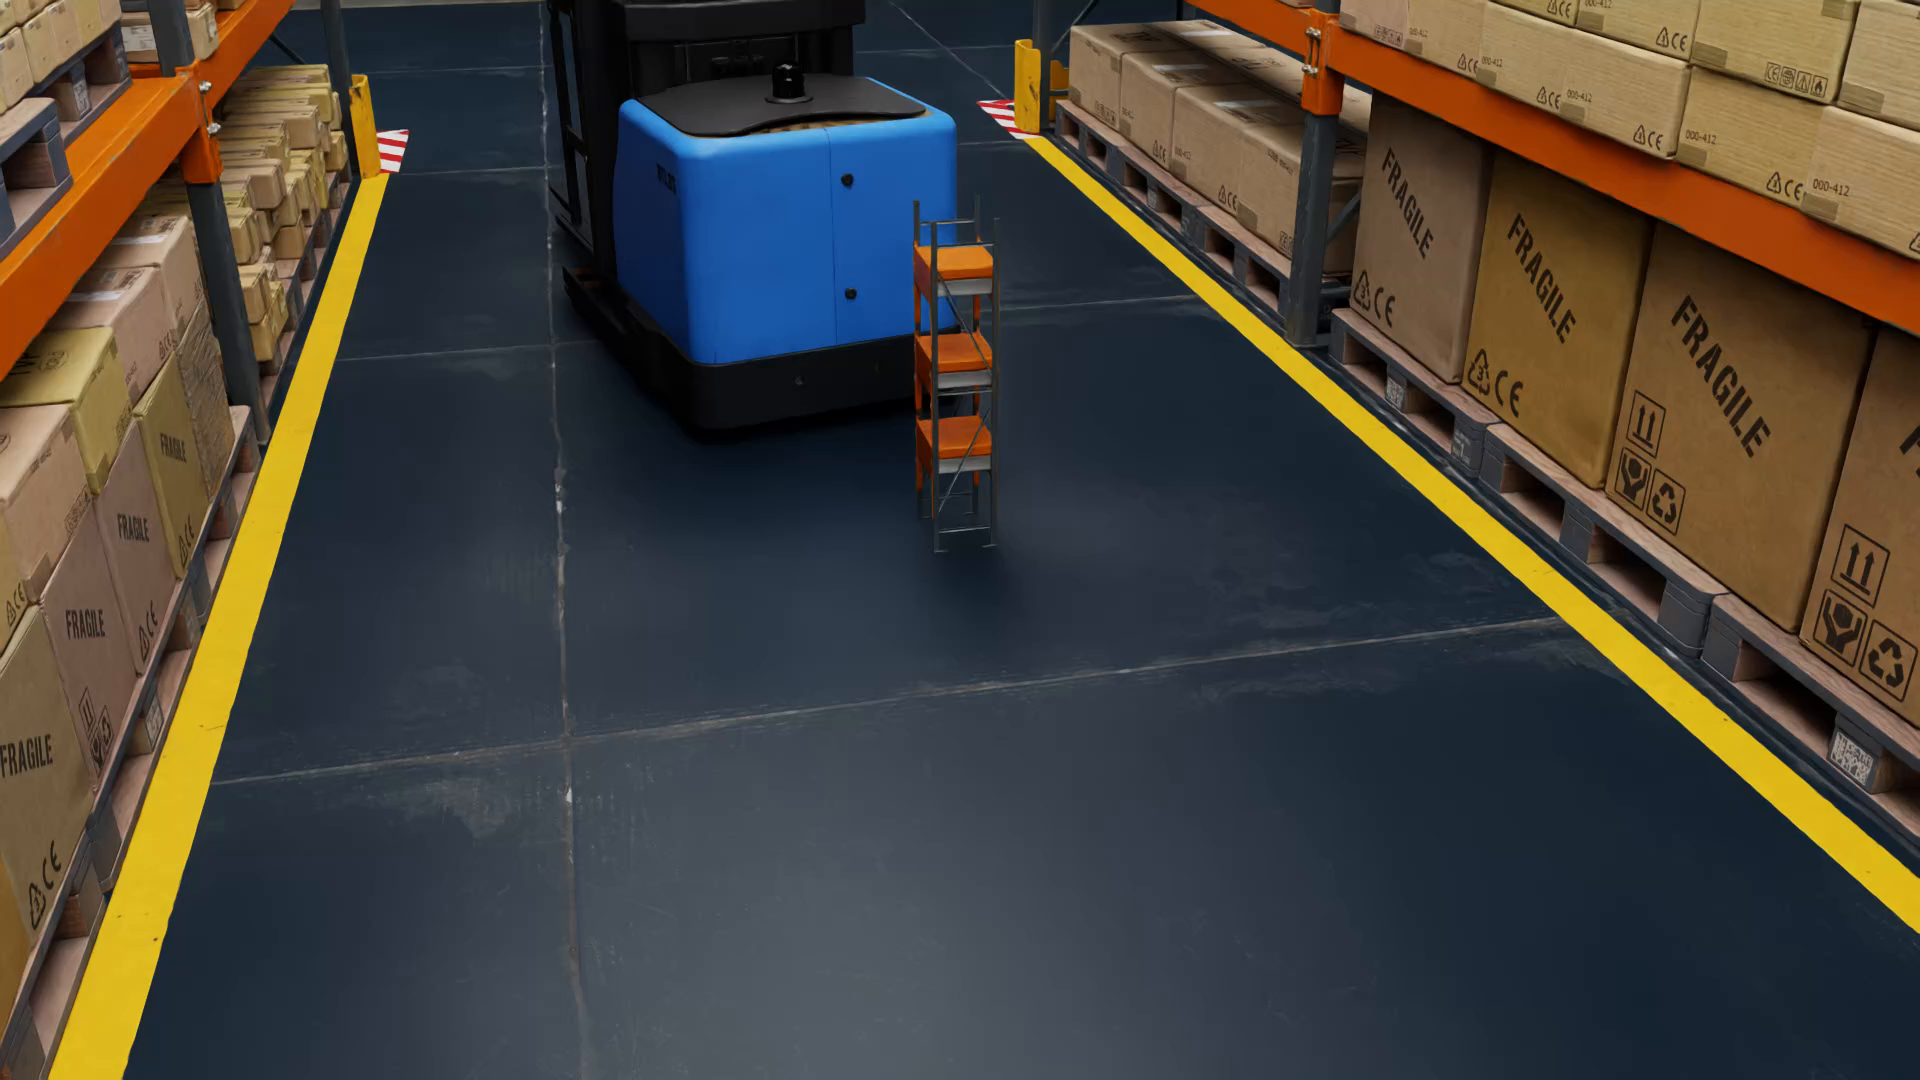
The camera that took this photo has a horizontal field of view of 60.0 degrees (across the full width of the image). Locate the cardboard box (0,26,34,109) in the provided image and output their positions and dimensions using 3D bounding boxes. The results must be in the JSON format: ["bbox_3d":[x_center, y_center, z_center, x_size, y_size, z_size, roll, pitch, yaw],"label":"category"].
[{"bbox_3d":[-2.439,-1.109,3.930,0.380,0.149,0.250,-7,28,-14],"label":"cardboard box"}]

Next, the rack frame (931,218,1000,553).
[{"bbox_3d":[0.015,-0.439,4.954,0.200,1.050,0.008,-6,27,-12],"label":"rack frame"}]

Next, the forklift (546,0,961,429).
[{"bbox_3d":[-1.086,-2.334,6.622,1.130,2.935,3.031,-12,29,-23],"label":"forklift"}]

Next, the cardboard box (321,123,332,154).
[{"bbox_3d":[-3.345,-2.016,8.282,0.380,0.149,0.250,-7,28,-14],"label":"cardboard box"}]

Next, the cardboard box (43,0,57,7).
[{"bbox_3d":[-2.563,-1.472,4.319,0.380,0.149,0.250,-5,27,-9],"label":"cardboard box"}]

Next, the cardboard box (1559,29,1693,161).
[{"bbox_3d":[2.005,-1.229,4.522,0.500,0.250,0.500,-6,27,-12],"label":"cardboard box"}]

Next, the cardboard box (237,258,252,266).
[{"bbox_3d":[-2.873,-0.984,6.238,0.380,0.149,0.250,-6,27,-11],"label":"cardboard box"}]

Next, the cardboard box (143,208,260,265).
[{"bbox_3d":[-2.839,-1.122,6.182,0.380,0.149,0.250,-5,27,-9],"label":"cardboard box"}]

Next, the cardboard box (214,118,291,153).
[{"bbox_3d":[-3.249,-1.796,7.517,0.380,0.149,0.250,-7,28,-13],"label":"cardboard box"}]

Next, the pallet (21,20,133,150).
[{"bbox_3d":[-2.928,-1.207,4.525,1.003,0.211,1.213,-6,27,-12],"label":"pallet"}]

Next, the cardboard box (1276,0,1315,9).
[{"bbox_3d":[1.487,-2.412,6.589,0.500,0.500,0.500,-6,27,-11],"label":"cardboard box"}]

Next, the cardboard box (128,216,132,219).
[{"bbox_3d":[-3.434,-1.291,6.517,0.380,0.149,0.250,-5,27,-10],"label":"cardboard box"}]

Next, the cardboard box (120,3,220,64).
[{"bbox_3d":[-2.704,-1.688,5.545,0.380,0.149,0.250,-5,27,-10],"label":"cardboard box"}]

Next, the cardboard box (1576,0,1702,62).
[{"bbox_3d":[2.014,-1.452,4.410,0.500,0.250,0.500,-7,28,-13],"label":"cardboard box"}]

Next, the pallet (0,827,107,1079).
[{"bbox_3d":[-2.232,1.015,3.005,1.003,0.211,1.213,-6,27,-12],"label":"pallet"}]

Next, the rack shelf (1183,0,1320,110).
[{"bbox_3d":[1.390,-2.747,8.161,1.077,0.370,4.000,-6,27,-12],"label":"rack shelf"}]

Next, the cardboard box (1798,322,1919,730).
[{"bbox_3d":[2.668,0.016,3.782,0.875,0.875,0.875,-6,27,-12],"label":"cardboard box"}]

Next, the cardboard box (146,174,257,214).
[{"bbox_3d":[-3.025,-1.341,6.615,0.380,0.149,0.250,-7,28,-13],"label":"cardboard box"}]

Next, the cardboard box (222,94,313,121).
[{"bbox_3d":[-3.315,-2.035,7.991,0.380,0.149,0.250,-7,28,-14],"label":"cardboard box"}]

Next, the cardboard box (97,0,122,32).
[{"bbox_3d":[-2.677,-1.564,4.832,0.380,0.149,0.250,-7,28,-13],"label":"cardboard box"}]

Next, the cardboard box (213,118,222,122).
[{"bbox_3d":[-3.844,-1.966,8.184,0.380,0.149,0.250,-6,27,-11],"label":"cardboard box"}]

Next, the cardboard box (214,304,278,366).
[{"bbox_3d":[-2.728,-0.750,6.105,0.380,0.149,0.250,-7,28,-14],"label":"cardboard box"}]

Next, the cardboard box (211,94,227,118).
[{"bbox_3d":[-3.894,-2.206,8.329,0.380,0.149,0.250,-5,27,-11],"label":"cardboard box"}]

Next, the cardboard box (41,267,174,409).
[{"bbox_3d":[-2.442,-0.521,4.429,0.500,0.250,0.500,-5,27,-9],"label":"cardboard box"}]

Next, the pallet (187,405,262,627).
[{"bbox_3d":[-2.782,-0.056,5.127,1.003,0.211,1.213,-6,27,-12],"label":"pallet"}]

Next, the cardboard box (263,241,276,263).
[{"bbox_3d":[-3.095,-1.192,6.980,0.380,0.149,0.250,-7,28,-14],"label":"cardboard box"}]

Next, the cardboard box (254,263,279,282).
[{"bbox_3d":[-2.895,-0.971,6.542,0.380,0.149,0.250,-6,27,-12],"label":"cardboard box"}]

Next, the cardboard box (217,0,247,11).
[{"bbox_3d":[-2.994,-2.143,6.446,0.380,0.149,0.250,-5,27,-11],"label":"cardboard box"}]

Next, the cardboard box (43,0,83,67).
[{"bbox_3d":[-2.563,-1.340,4.389,0.380,0.149,0.250,-6,27,-12],"label":"cardboard box"}]

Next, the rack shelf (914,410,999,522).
[{"bbox_3d":[-0.012,-0.235,5.190,0.215,0.259,0.240,-6,27,-12],"label":"rack shelf"}]

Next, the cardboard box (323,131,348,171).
[{"bbox_3d":[-3.382,-2.001,8.584,0.380,0.149,0.250,-5,27,-10],"label":"cardboard box"}]

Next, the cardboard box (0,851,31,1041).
[{"bbox_3d":[-1.968,0.705,2.832,0.500,0.500,0.500,-7,28,-14],"label":"cardboard box"}]

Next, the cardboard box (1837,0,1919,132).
[{"bbox_3d":[2.267,-1.002,3.517,0.500,0.250,0.500,-7,28,-13],"label":"cardboard box"}]

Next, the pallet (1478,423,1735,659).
[{"bbox_3d":[2.367,-0.077,5.169,1.003,0.211,1.213,-6,27,-12],"label":"pallet"}]

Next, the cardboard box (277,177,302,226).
[{"bbox_3d":[-3.056,-1.446,7.155,0.380,0.149,0.250,-6,27,-12],"label":"cardboard box"}]

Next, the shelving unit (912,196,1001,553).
[{"bbox_3d":[-0.012,-0.492,5.060,0.215,1.050,0.252,-6,27,-12],"label":"shelving unit"}]

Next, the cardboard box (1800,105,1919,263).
[{"bbox_3d":[2.245,-0.785,3.643,0.500,0.250,0.500,-5,27,-11],"label":"cardboard box"}]

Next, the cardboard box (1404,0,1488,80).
[{"bbox_3d":[1.801,-1.676,5.408,0.500,0.250,0.500,-7,28,-13],"label":"cardboard box"}]

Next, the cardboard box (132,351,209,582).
[{"bbox_3d":[-2.431,-0.190,4.605,0.500,0.500,0.500,-7,28,-13],"label":"cardboard box"}]

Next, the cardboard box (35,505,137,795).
[{"bbox_3d":[-2.205,0.260,3.714,0.500,0.500,0.500,-7,28,-13],"label":"cardboard box"}]

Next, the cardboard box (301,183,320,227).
[{"bbox_3d":[-3.177,-1.542,7.673,0.380,0.149,0.250,-5,27,-11],"label":"cardboard box"}]

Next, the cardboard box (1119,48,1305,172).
[{"bbox_3d":[1.400,-2.309,8.873,0.875,0.438,0.875,-5,27,-10],"label":"cardboard box"}]

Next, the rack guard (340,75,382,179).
[{"bbox_3d":[-3.843,-2.250,9.152,1.175,0.500,0.348,-6,27,-12],"label":"rack guard"}]

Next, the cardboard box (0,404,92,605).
[{"bbox_3d":[-2.190,-0.062,3.519,0.500,0.250,0.500,-6,27,-11],"label":"cardboard box"}]

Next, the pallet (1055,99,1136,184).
[{"bbox_3d":[1.196,-2.358,9.687,1.003,0.211,1.213,-6,27,-12],"label":"pallet"}]

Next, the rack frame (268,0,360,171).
[{"bbox_3d":[-3.860,-3.399,8.655,1.000,3.000,0.127,-6,27,-12],"label":"rack frame"}]

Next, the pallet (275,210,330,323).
[{"bbox_3d":[-3.423,-1.226,7.444,1.003,0.211,1.213,-6,27,-12],"label":"pallet"}]

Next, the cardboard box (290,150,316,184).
[{"bbox_3d":[-3.176,-1.675,7.608,0.380,0.149,0.250,-5,27,-9],"label":"cardboard box"}]

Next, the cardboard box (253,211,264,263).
[{"bbox_3d":[-3.021,-1.206,6.678,0.380,0.149,0.250,-7,28,-14],"label":"cardboard box"}]

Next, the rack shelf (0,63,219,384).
[{"bbox_3d":[-2.508,-0.444,3.598,1.077,0.370,4.000,-6,27,-12],"label":"rack shelf"}]

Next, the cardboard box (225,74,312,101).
[{"bbox_3d":[-3.493,-2.256,8.429,0.380,0.149,0.250,-5,27,-11],"label":"cardboard box"}]

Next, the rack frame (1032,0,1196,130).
[{"bbox_3d":[0.940,-3.946,9.739,1.000,3.000,0.127,-6,27,-12],"label":"rack frame"}]

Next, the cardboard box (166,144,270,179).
[{"bbox_3d":[-3.145,-1.572,7.073,0.380,0.149,0.250,-7,28,-14],"label":"cardboard box"}]

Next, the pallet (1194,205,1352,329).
[{"bbox_3d":[1.746,-1.287,7.565,1.003,0.211,1.213,-6,27,-12],"label":"pallet"}]

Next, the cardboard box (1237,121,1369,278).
[{"bbox_3d":[1.804,-1.520,7.310,0.875,0.438,0.875,-6,27,-12],"label":"cardboard box"}]

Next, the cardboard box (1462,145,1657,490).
[{"bbox_3d":[2.270,-0.769,5.337,0.875,0.875,0.875,-5,27,-10],"label":"cardboard box"}]

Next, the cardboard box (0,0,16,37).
[{"bbox_3d":[-2.440,-1.238,3.856,0.380,0.149,0.250,-7,28,-14],"label":"cardboard box"}]
